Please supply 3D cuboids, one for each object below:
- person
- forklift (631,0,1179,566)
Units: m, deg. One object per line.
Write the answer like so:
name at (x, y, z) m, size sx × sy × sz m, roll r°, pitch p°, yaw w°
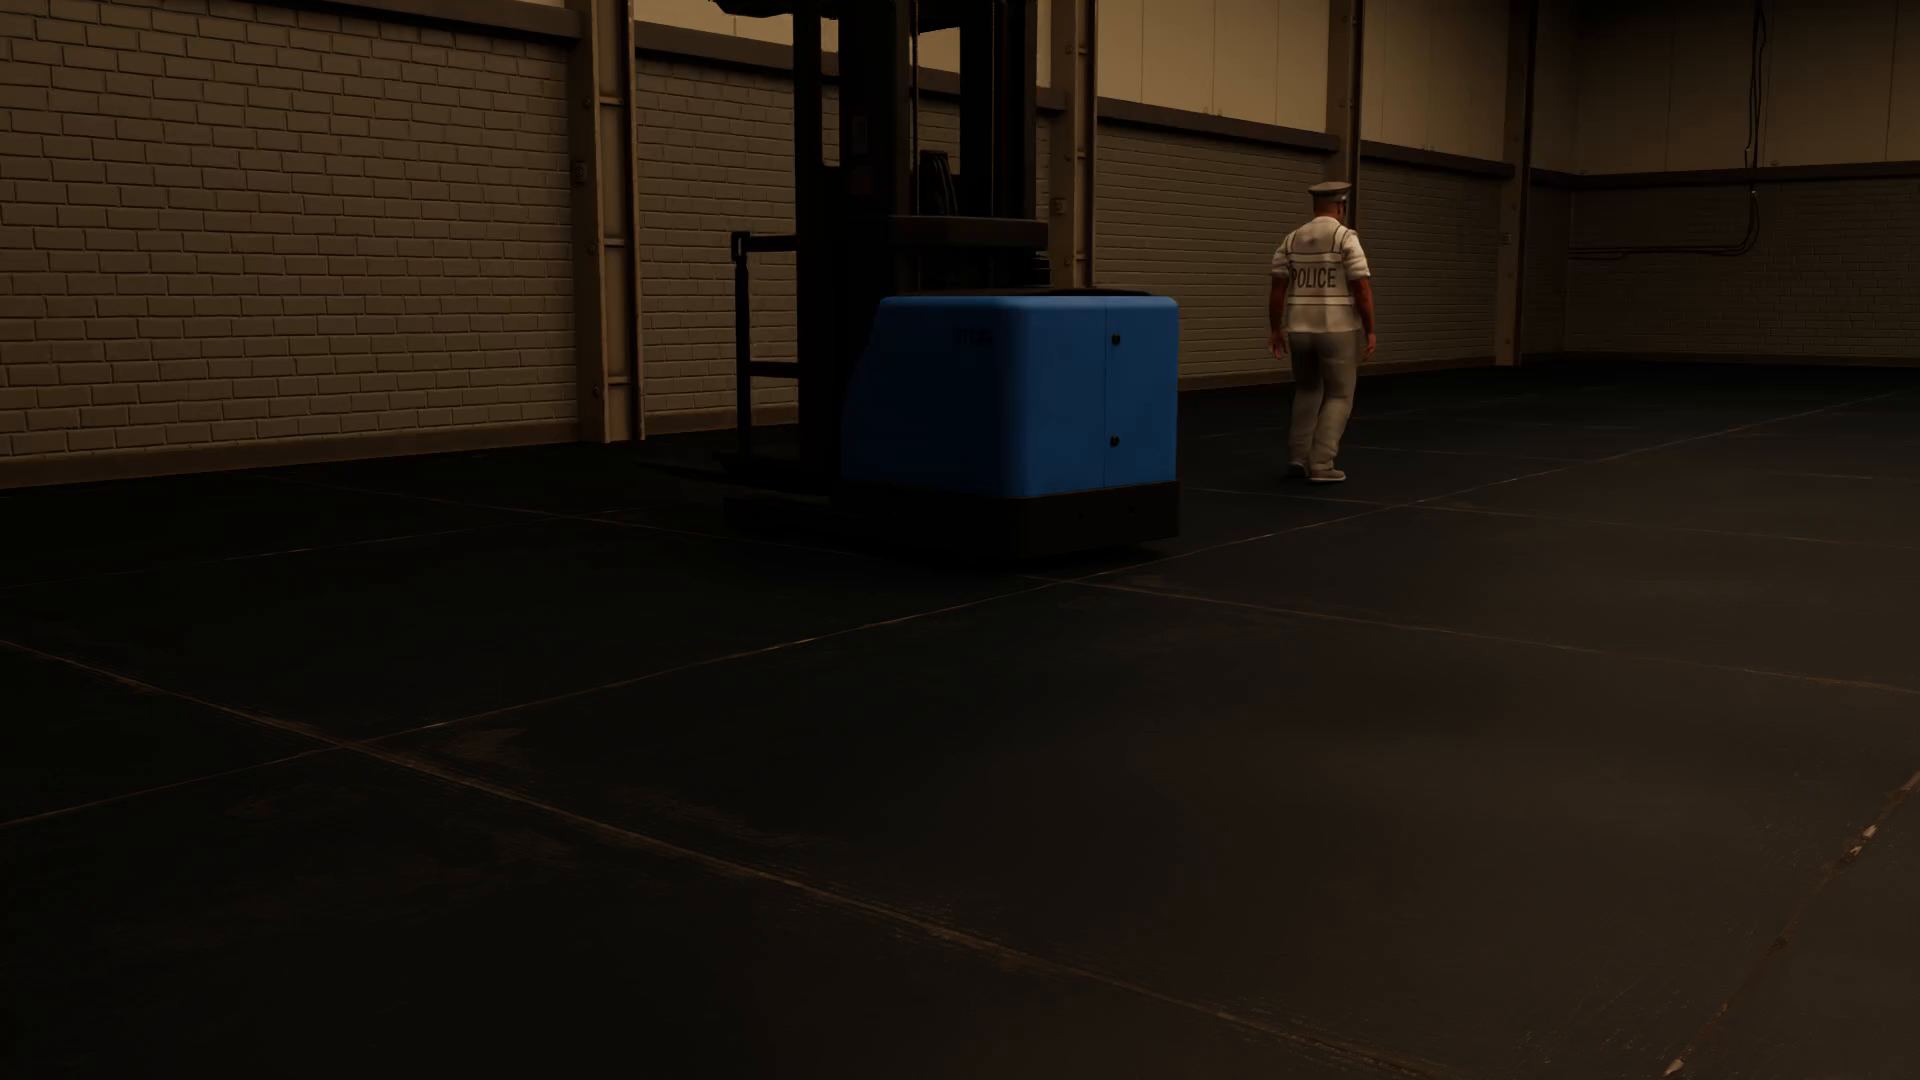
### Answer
person at (2.140, -1.176, 9.716) m, size 0.636 × 1.812 × 0.536 m, roll 8°, pitch 11°, yaw 43°
forklift at (-0.443, -1.510, 7.601) m, size 1.130 × 2.935 × 3.031 m, roll -8°, pitch 11°, yaw -42°
